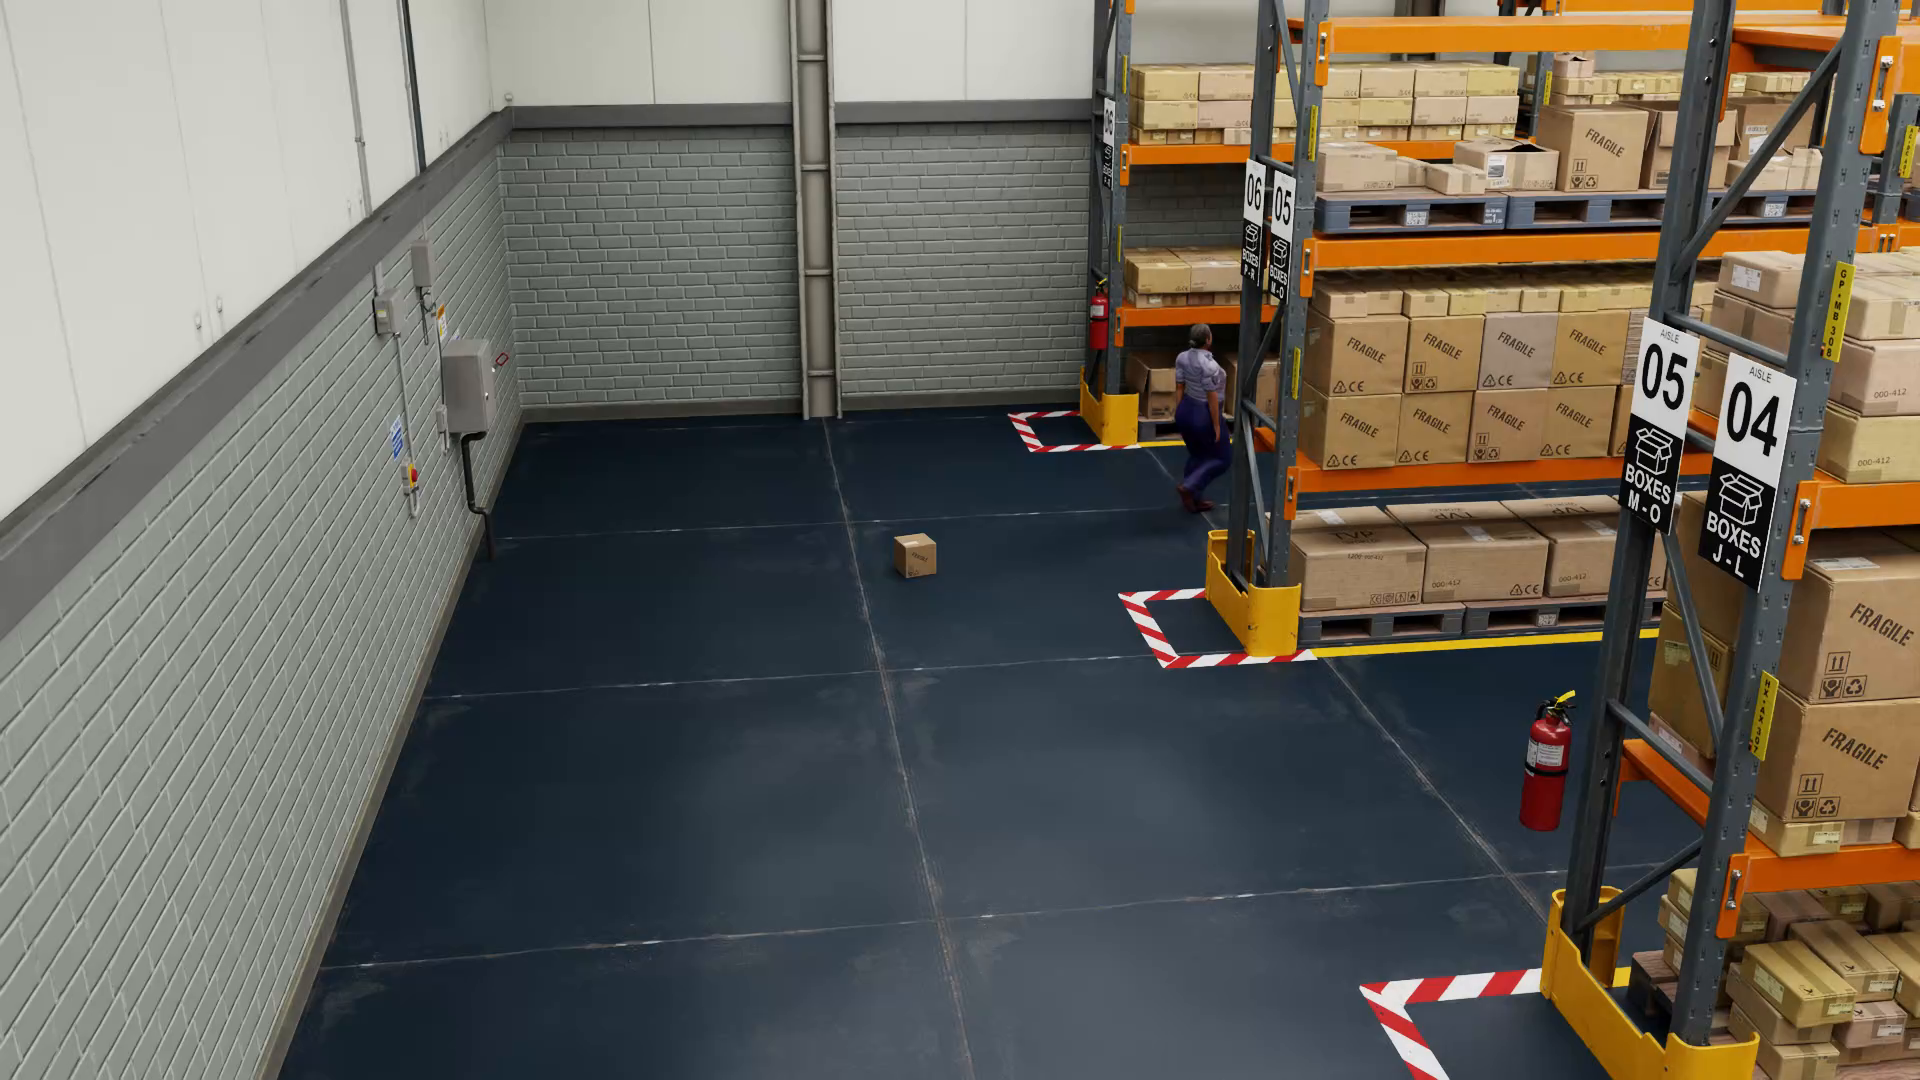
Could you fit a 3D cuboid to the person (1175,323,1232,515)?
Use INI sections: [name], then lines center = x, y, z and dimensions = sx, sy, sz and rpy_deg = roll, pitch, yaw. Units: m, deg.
[person]
center = 1.970, -0.993, 13.766
dimensions = 0.529, 1.620, 0.485
rpy_deg = -12, 23, -30
